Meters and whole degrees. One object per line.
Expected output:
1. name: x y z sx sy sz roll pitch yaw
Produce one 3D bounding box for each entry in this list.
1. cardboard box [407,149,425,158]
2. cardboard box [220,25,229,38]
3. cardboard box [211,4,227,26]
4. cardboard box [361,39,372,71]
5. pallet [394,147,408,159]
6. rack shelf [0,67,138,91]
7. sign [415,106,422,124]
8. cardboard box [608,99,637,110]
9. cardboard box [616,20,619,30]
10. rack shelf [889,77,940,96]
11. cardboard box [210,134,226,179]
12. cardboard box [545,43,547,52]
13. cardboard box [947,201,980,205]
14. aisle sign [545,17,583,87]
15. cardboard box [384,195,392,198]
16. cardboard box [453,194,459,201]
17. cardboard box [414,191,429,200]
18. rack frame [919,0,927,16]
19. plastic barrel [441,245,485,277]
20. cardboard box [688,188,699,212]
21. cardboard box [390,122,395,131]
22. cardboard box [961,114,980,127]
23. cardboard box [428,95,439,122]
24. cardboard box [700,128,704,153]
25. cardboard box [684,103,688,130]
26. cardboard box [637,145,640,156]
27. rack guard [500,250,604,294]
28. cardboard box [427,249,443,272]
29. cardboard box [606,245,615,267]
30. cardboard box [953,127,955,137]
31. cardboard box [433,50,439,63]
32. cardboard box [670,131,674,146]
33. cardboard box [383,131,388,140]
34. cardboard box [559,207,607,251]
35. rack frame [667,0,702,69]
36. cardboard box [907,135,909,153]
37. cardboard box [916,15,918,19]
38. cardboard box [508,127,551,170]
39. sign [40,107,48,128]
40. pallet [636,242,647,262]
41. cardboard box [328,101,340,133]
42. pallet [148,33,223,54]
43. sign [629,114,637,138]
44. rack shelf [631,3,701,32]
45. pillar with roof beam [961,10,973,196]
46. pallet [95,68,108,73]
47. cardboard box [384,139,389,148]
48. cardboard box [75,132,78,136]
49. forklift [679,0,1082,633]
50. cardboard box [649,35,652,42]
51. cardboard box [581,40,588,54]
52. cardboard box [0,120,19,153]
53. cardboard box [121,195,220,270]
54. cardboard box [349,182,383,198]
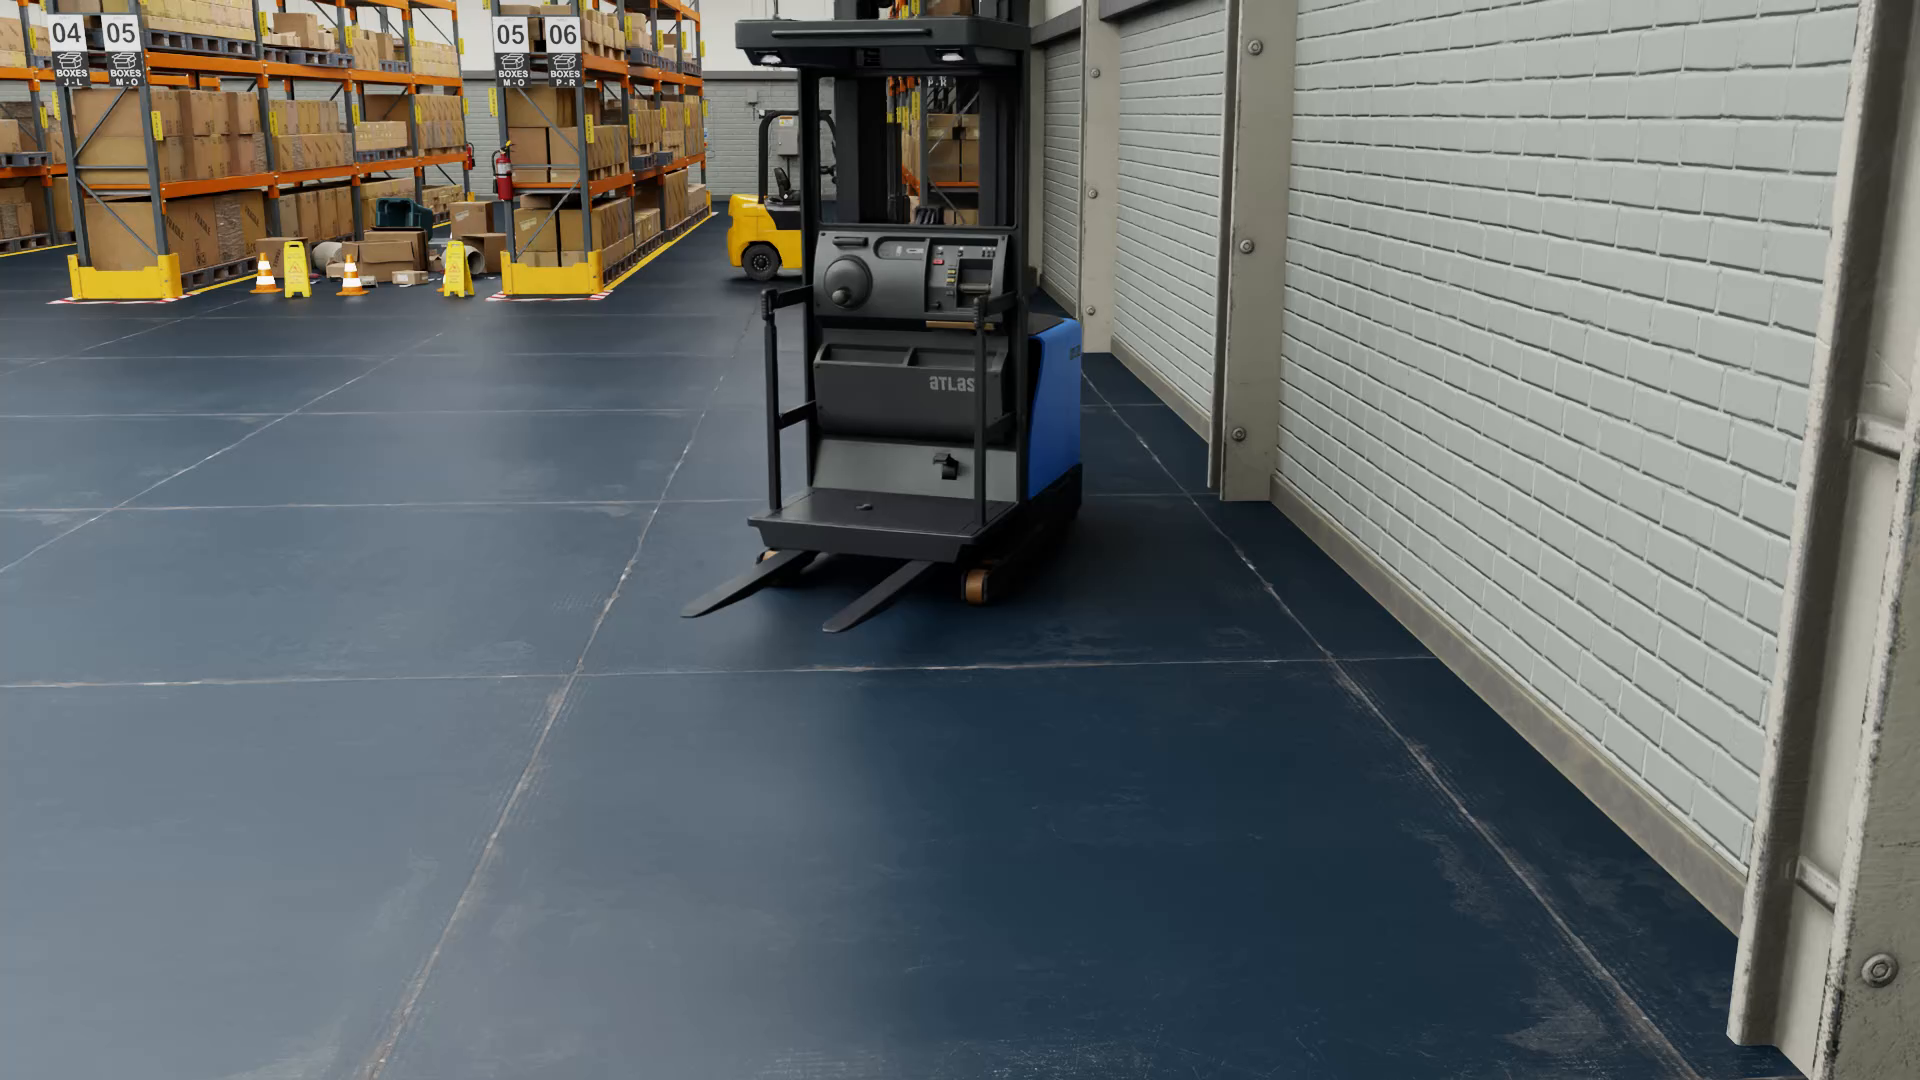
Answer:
1. cardboard box: -10.304 -7.280 31.307 0.380 0.149 0.250 0 14 -1
2. cardboard box: -9.713 -6.582 21.528 0.380 0.149 0.250 -1 14 -3
3. cardboard box: -9.771 -6.744 21.360 0.500 0.250 0.500 -1 14 -4
4. cardboard box: -10.173 -8.103 27.781 0.500 0.500 0.500 -1 14 -3
5. pallet: -10.711 -7.041 30.259 1.003 0.211 1.213 -1 14 -3
6. rack shelf: -15.446 -7.882 28.565 1.077 0.370 4.000 -1 14 -3
7. sign: -10.060 -7.897 30.875 0.100 0.325 0.005 -1 14 -3
8. cardboard box: -4.860 -6.271 23.937 0.380 0.149 0.250 -1 14 -4
9. cardboard box: -4.853 -7.017 22.662 0.380 0.149 0.250 -1 14 -5
10. rack shelf: -0.849 -9.107 33.327 1.077 0.370 4.000 -1 14 -3
11. cardboard box: -9.977 -4.915 21.309 0.875 0.550 0.500 -1 14 -3
12. cardboard box: -5.217 -6.051 20.510 0.380 0.149 0.250 -1 14 -3
13. cardboard box: 0.098 -4.376 22.183 0.500 0.250 0.500 -1 14 -5
14. aisle sign: -4.622 -5.692 19.413 0.394 0.787 0.004 -1 14 -3
15. cardboard box: -10.226 -5.757 29.056 0.500 0.500 0.500 -1 14 -5
16. cardboard box: -10.510 -7.032 34.119 0.380 0.149 0.250 -1 15 -6
17. cardboard box: -10.386 -6.596 31.826 0.380 0.149 0.250 0 14 -1
18. rack frame: 0.018 -7.427 19.332 1.000 3.000 0.127 -1 14 -3
19. plastic barrel: -6.575 -3.686 22.005 0.512 0.421 0.421 10 18 35
20. cardboard box: -5.667 -6.771 33.123 0.875 0.438 0.875 -1 14 -5
21. cardboard box: -10.346 -7.403 29.748 0.380 0.149 0.250 -1 14 -4
22. cardboard box: 0.211 -5.115 20.286 0.380 0.149 0.250 -1 14 -5
23. cardboard box: -10.446 -8.374 32.248 0.500 0.500 0.500 -1 14 -3
24. cardboard box: -5.633 -8.356 34.781 0.500 0.500 0.500 -1 14 -3
25. cardboard box: -5.467 -8.083 31.715 0.500 0.500 0.500 -1 14 -3
26. cardboard box: -4.909 -5.725 24.418 0.380 0.149 0.250 -1 14 -2
27. rack guard: -4.940 -3.252 20.163 1.175 0.500 0.348 -1 14 -3
28. cardboard box: -7.275 -3.879 23.069 0.258 0.266 0.396 -13 20 -42
29. cardboard box: -4.734 -3.647 21.358 0.500 0.250 0.500 0 14 -1
30. cardboard box: 0.082 -5.548 22.567 0.380 0.149 0.250 0 14 -2
31. cardboard box: -10.497 -9.453 32.523 0.500 0.250 0.500 -2 15 -6
32. cardboard box: -5.266 -6.985 28.954 0.500 0.250 0.500 -1 14 -4
33. cardboard box: -10.306 -7.129 29.277 0.380 0.149 0.250 -1 14 -3
34. cardboard box: -4.712 -3.889 20.794 0.500 0.500 0.500 -1 14 -5
35. rack frame: -5.927 -11.328 34.496 1.000 3.000 0.127 -1 14 -3
36. cardboard box: -0.515 -5.804 24.361 0.500 0.250 0.500 -1 14 -5
37. cardboard box: -0.352 -6.425 20.685 0.396 0.266 0.258 -1 14 -3
38. cardboard box: -5.244 -4.767 20.236 0.500 0.500 0.500 -1 14 -4
39. sign: -14.781 -6.814 26.823 0.100 0.325 0.005 -1 14 -3
40. pallet: -5.233 -4.282 24.744 1.003 0.211 1.213 -1 14 -3
41. cardboard box: -10.348 -6.753 26.544 0.700 0.500 0.500 -1 14 -4
42. pallet: -10.005 -6.240 20.919 1.003 0.211 1.213 -1 14 -3
43. sign: -4.642 -5.868 23.576 0.100 0.325 0.005 -1 14 -3
44. rack shelf: -5.803 -10.289 32.702 1.077 0.370 4.000 -1 14 -3
45. pillar with roof beam: -4.165 -10.532 31.400 9.100 9.000 0.400 -1 14 -3
46. pallet: -15.464 -8.408 29.549 0.805 0.209 1.217 -1 15 -6
47. cardboard box: -10.307 -6.989 29.330 0.380 0.149 0.250 0 14 -1
48. cardboard box: -15.115 -6.582 27.888 0.500 0.500 0.500 -1 14 -5
49. forklift: -0.297 -1.240 7.464 1.130 2.935 3.031 5 15 18
50. cardboard box: -5.795 -9.518 32.227 0.797 0.503 0.637 0 14 1
51. cardboard box: -4.632 -5.862 19.775 0.380 0.149 0.250 -1 14 -3
52. cardboard box: -15.115 -6.261 25.798 0.700 0.500 0.500 1 14 5
53. cardboard box: -10.034 -3.903 21.097 0.875 0.875 0.875 -1 14 -4
54. cardboard box: -10.198 -5.989 28.453 0.500 0.250 0.500 -1 14 -4
